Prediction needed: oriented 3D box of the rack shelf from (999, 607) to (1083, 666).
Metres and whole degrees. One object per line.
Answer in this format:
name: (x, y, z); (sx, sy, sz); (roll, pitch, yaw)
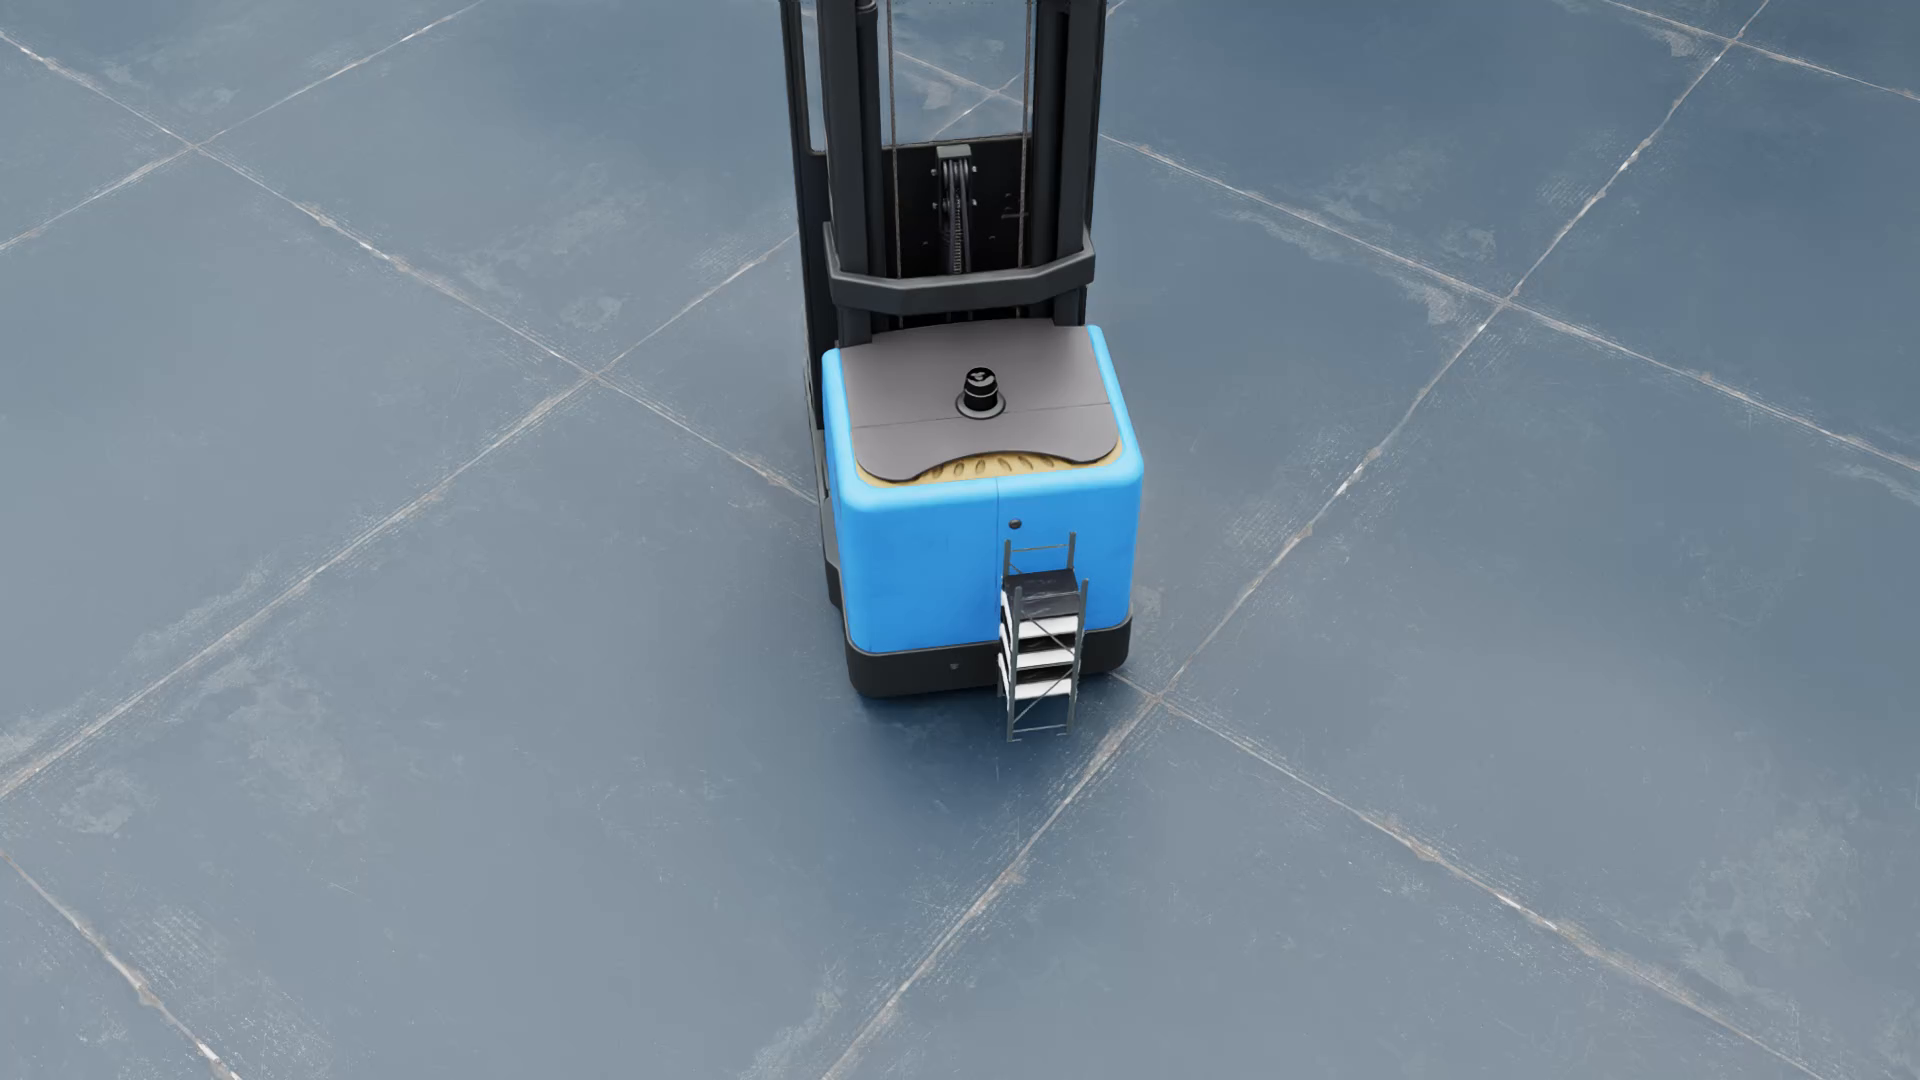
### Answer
rack shelf: (0.278, 0.318, 5.738); (0.258, 0.077, 0.200); (-6, 50, -6)

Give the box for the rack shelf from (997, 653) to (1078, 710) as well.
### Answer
rack shelf: (0.275, 0.492, 5.944); (0.258, 0.077, 0.200); (-6, 50, -6)

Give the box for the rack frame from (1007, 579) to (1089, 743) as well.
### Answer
rack frame: (0.293, 0.431, 5.717); (0.240, 0.900, 0.006); (-6, 50, -6)

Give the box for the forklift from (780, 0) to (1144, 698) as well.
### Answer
forklift: (-0.089, -1.512, 6.168); (1.130, 2.935, 3.031); (-6, 47, -6)

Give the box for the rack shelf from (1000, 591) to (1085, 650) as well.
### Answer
rack shelf: (0.279, 0.260, 5.669); (0.258, 0.077, 0.200); (-6, 50, -6)

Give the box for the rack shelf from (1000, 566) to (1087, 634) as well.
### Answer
rack shelf: (0.280, 0.202, 5.600); (0.258, 0.077, 0.200); (-6, 50, -6)

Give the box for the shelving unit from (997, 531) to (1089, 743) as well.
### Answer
shelving unit: (0.278, 0.354, 5.781); (0.258, 0.900, 0.210); (-6, 50, -6)

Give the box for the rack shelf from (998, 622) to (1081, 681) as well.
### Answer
rack shelf: (0.277, 0.376, 5.807); (0.258, 0.077, 0.200); (-6, 50, -6)

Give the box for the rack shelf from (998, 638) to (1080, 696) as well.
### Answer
rack shelf: (0.276, 0.434, 5.876); (0.258, 0.077, 0.200); (-6, 50, -6)

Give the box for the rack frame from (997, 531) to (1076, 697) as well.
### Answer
rack frame: (0.262, 0.277, 5.846); (0.240, 0.900, 0.006); (-6, 50, -6)
